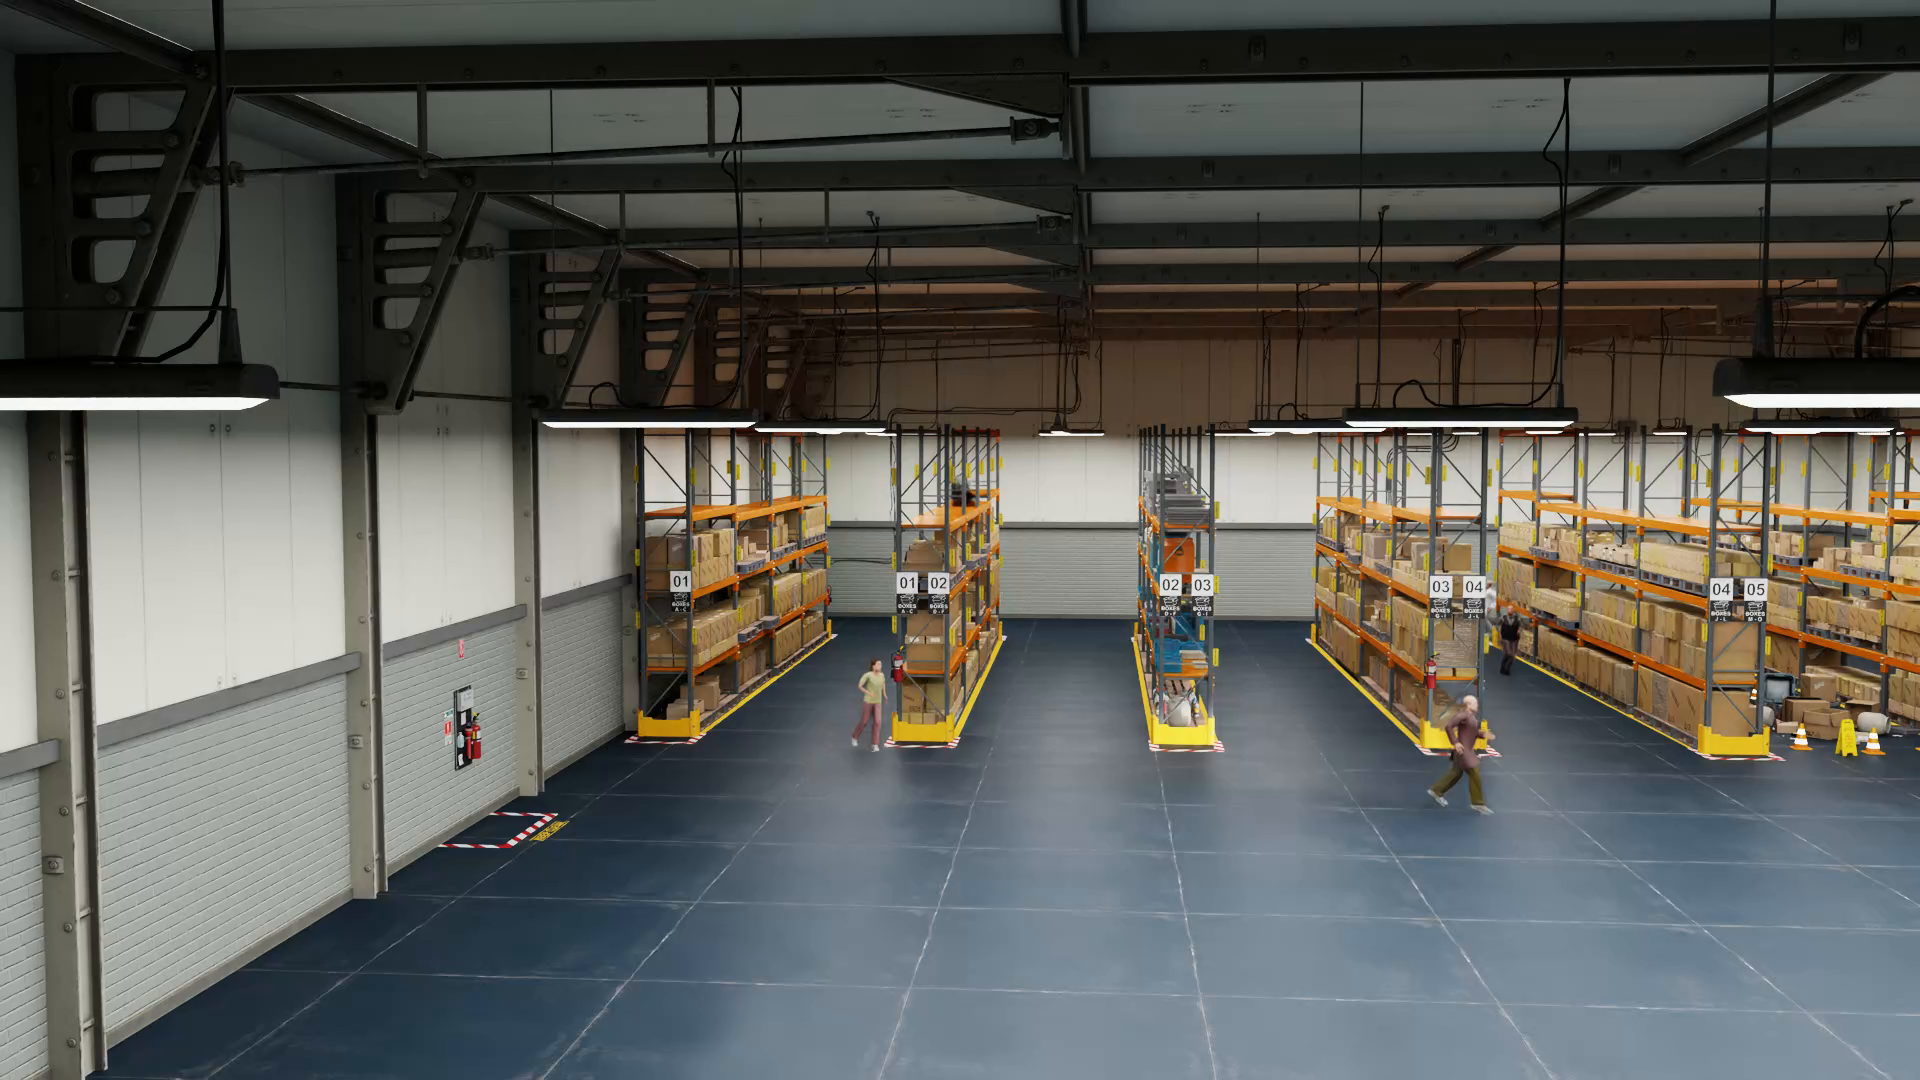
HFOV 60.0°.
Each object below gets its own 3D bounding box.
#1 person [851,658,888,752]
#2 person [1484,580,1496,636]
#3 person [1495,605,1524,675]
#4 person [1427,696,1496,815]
[{"bbox_3d":[-1.584,3.010,30.687,0.636,1.664,0.878,-2,4,-32],"label":"person"},{"bbox_3d":[14.923,1.987,47.588,0.925,1.725,0.841,1,4,16],"label":"person"},{"bbox_3d":[13.297,2.428,40.148,0.636,1.702,0.660,0,3,6],"label":"person"},{"bbox_3d":[7.697,3.279,25.531,1.026,1.804,0.649,2,4,24],"label":"person"}]
